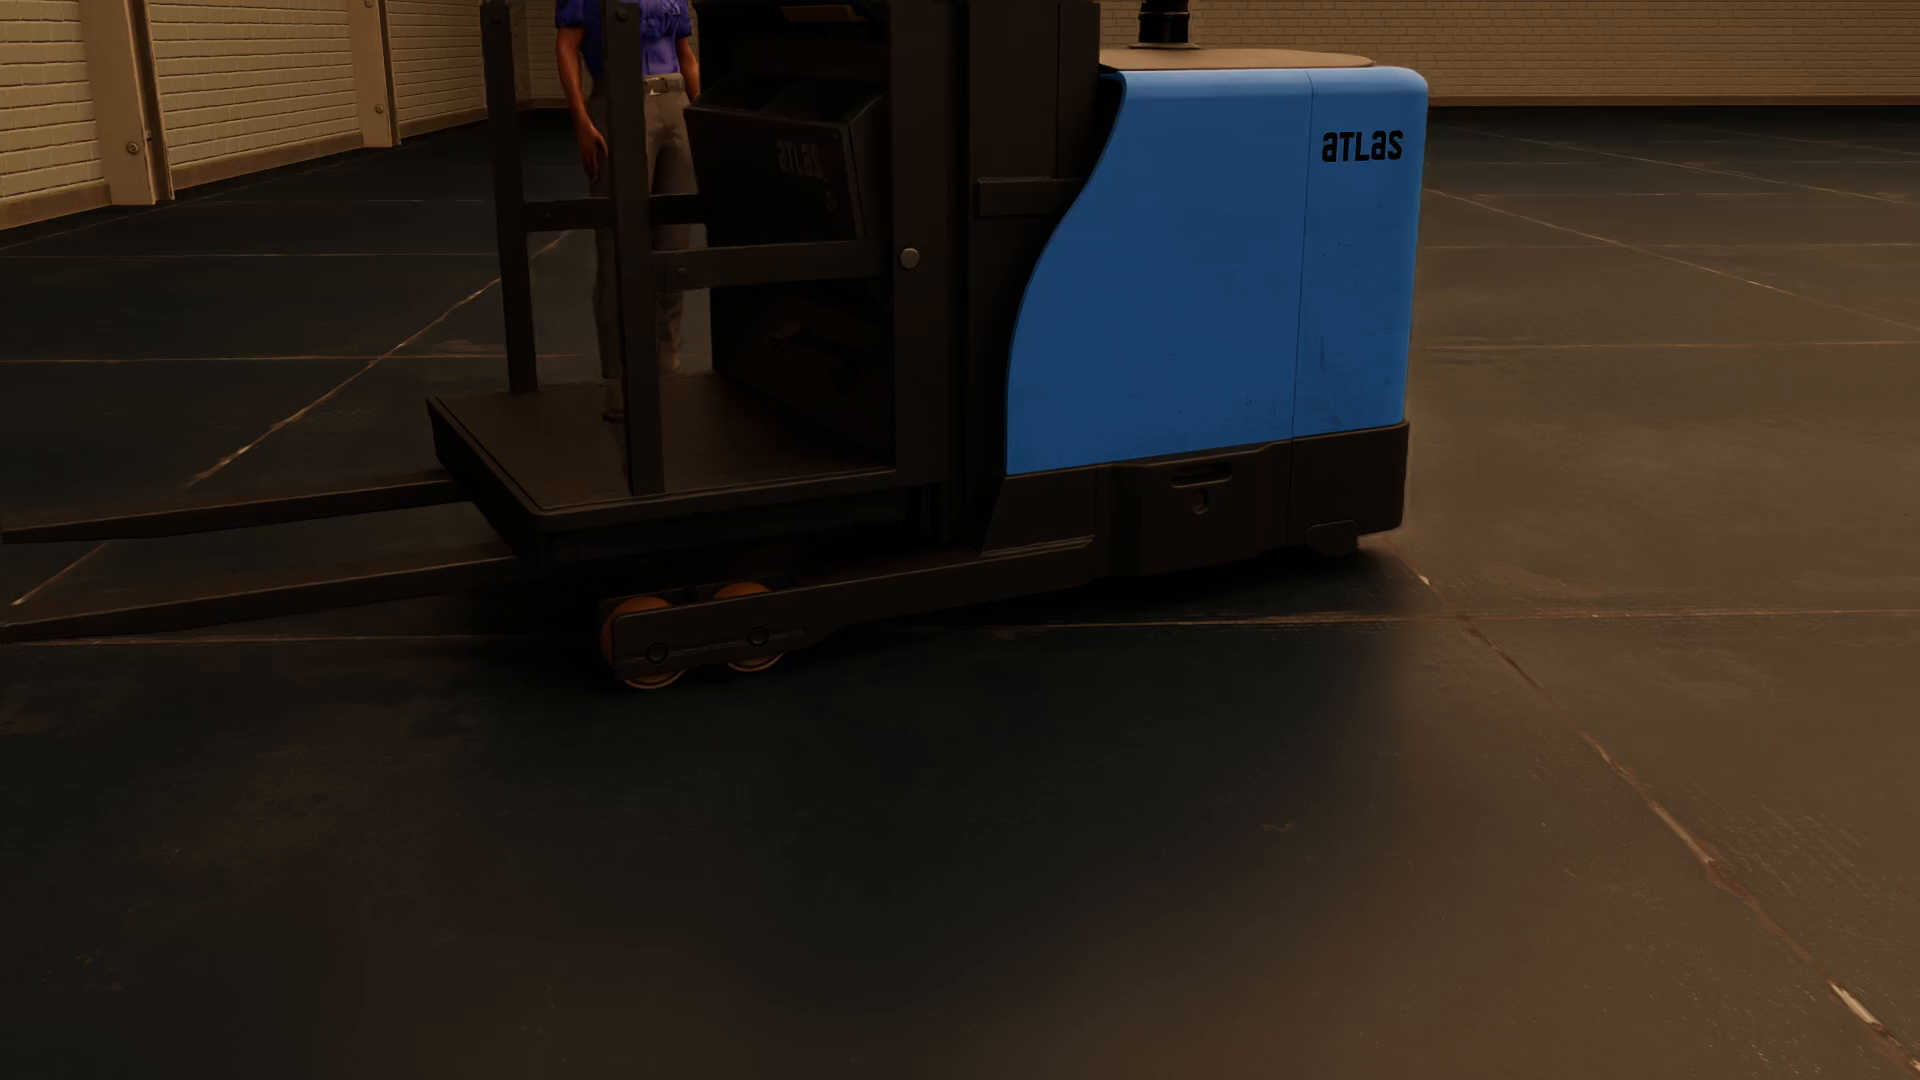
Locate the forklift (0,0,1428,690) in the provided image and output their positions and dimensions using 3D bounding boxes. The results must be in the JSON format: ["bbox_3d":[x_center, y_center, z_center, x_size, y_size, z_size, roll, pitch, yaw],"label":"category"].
[{"bbox_3d":[-0.542,-1.305,3.175,3.031,2.935,1.130,-8,19,-25],"label":"forklift"}]

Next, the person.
[{"bbox_3d":[-0.931,-1.225,5.071,0.504,1.654,0.570,14,22,39],"label":"person"}]
